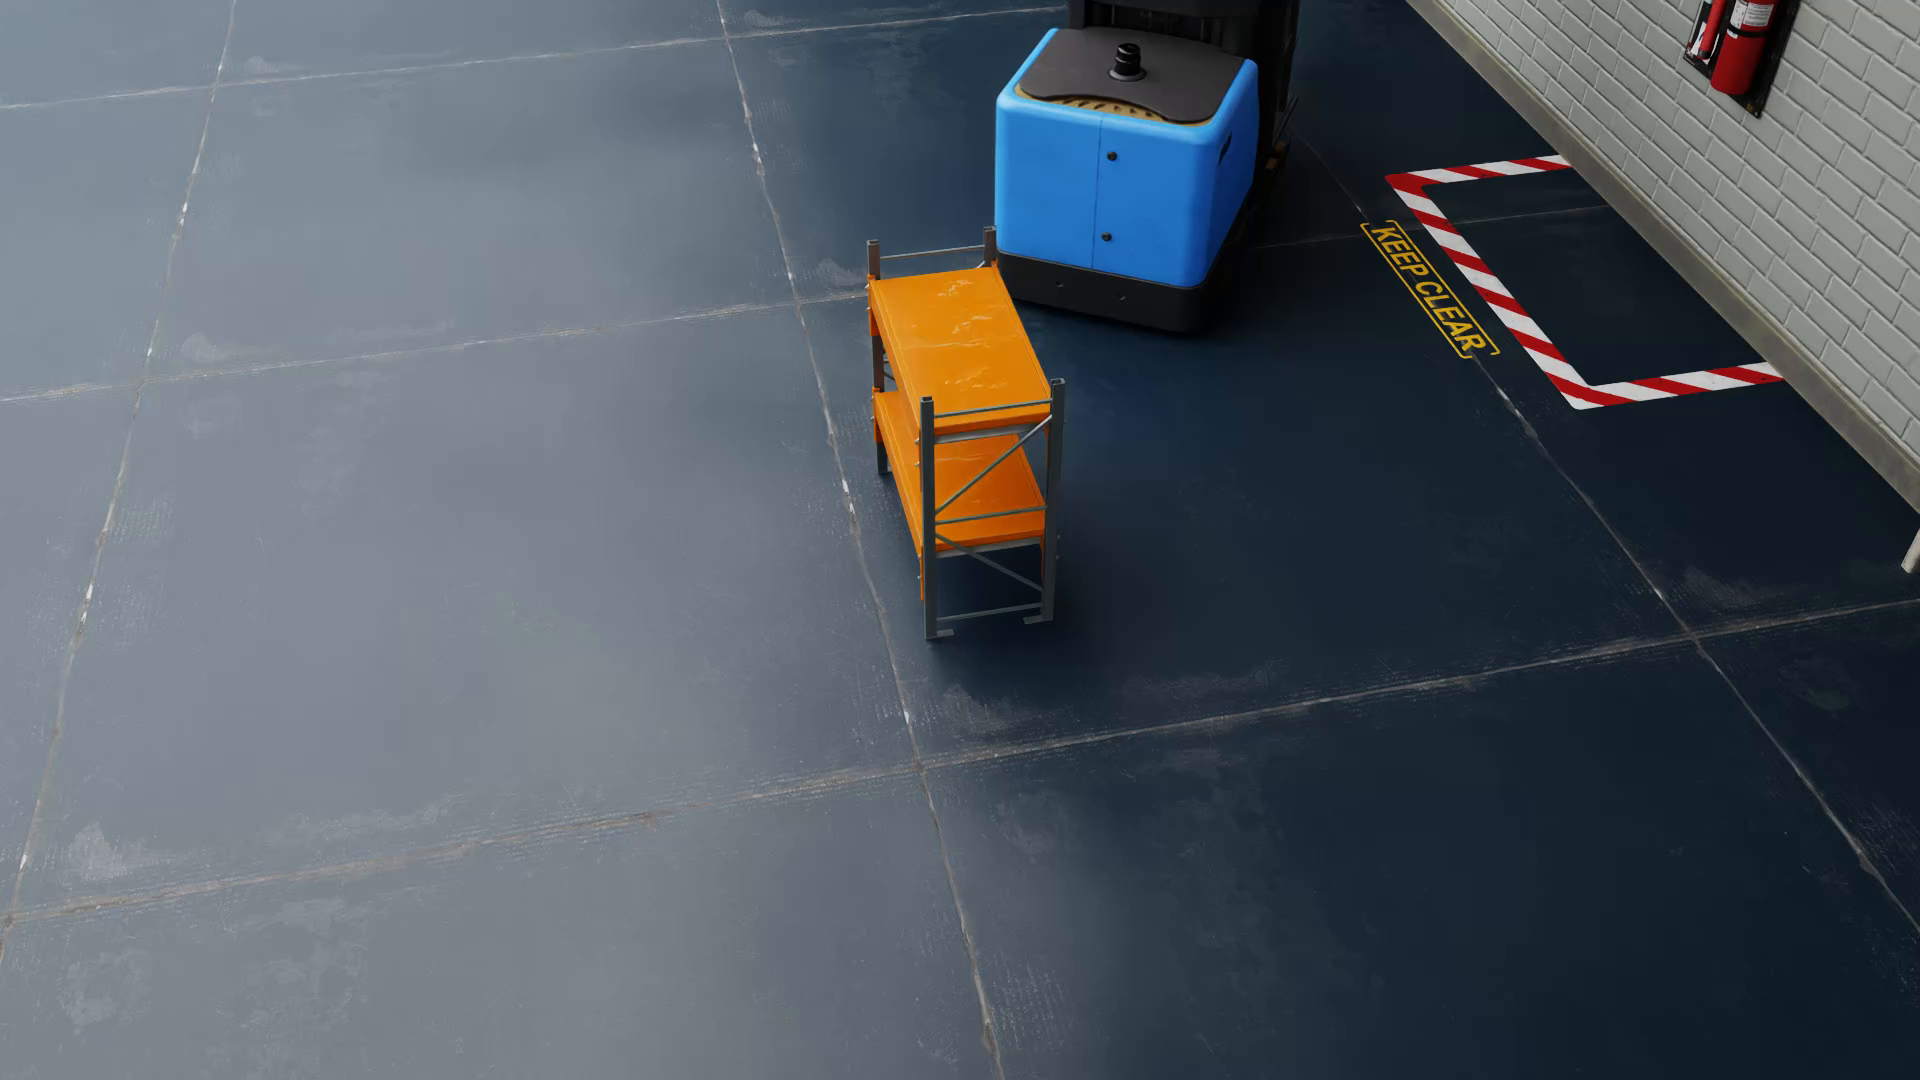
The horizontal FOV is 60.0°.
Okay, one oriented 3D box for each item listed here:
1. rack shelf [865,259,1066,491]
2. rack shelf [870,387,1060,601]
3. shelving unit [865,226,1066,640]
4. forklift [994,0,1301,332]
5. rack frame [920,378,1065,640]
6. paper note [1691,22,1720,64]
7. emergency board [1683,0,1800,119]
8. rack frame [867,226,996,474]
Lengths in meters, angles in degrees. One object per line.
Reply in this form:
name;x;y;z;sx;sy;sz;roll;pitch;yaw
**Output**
rack shelf;0.001;-0.635;6.177;0.538;0.278;1.000;-8;42;-9
rack shelf;0.001;-0.233;6.534;0.538;0.278;1.000;-8;42;-9
shelving unit;0.001;-0.416;6.372;0.538;1.125;1.048;-8;42;-9
forklift;1.140;-3.049;7.977;1.130;2.935;3.031;14;43;15
rack frame;0.111;-0.087;6.000;0.500;1.125;0.032;-8;42;-9
paper note;3.481;-2.321;7.769;0.016;0.148;0.142;-8;42;-9
emergency board;3.451;-2.526;7.336;0.194;1.169;0.643;-8;42;-9
rack frame;-0.108;-0.746;6.743;0.500;1.125;0.032;-8;42;-9
